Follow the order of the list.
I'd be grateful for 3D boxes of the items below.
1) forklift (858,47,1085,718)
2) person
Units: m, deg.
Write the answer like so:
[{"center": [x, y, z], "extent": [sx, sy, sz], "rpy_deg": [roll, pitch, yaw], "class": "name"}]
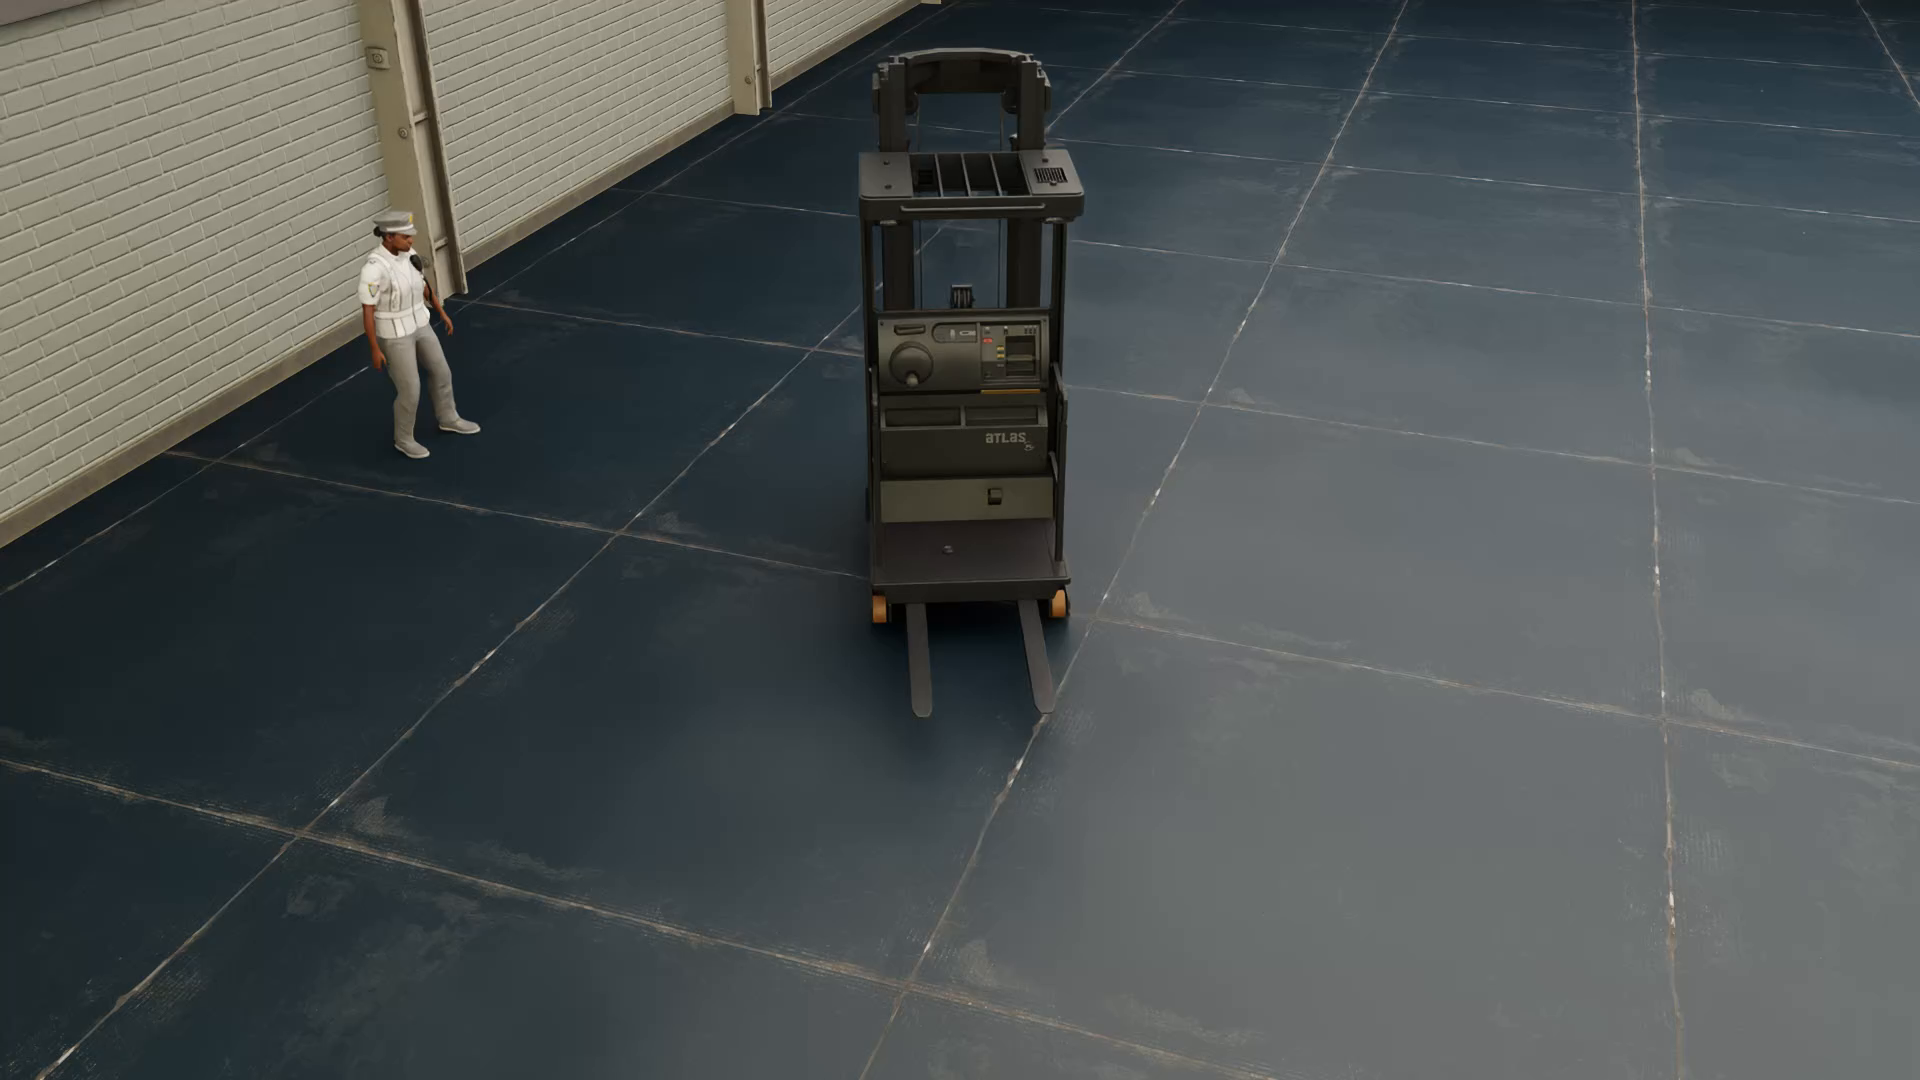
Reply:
[{"center": [0.035, -0.972, 8.842], "extent": [1.130, 2.935, 3.031], "rpy_deg": [-2, 30, -3], "class": "forklift"}, {"center": [-3.576, -1.350, 10.812], "extent": [0.398, 1.640, 0.678], "rpy_deg": [11, 32, 19], "class": "person"}]
